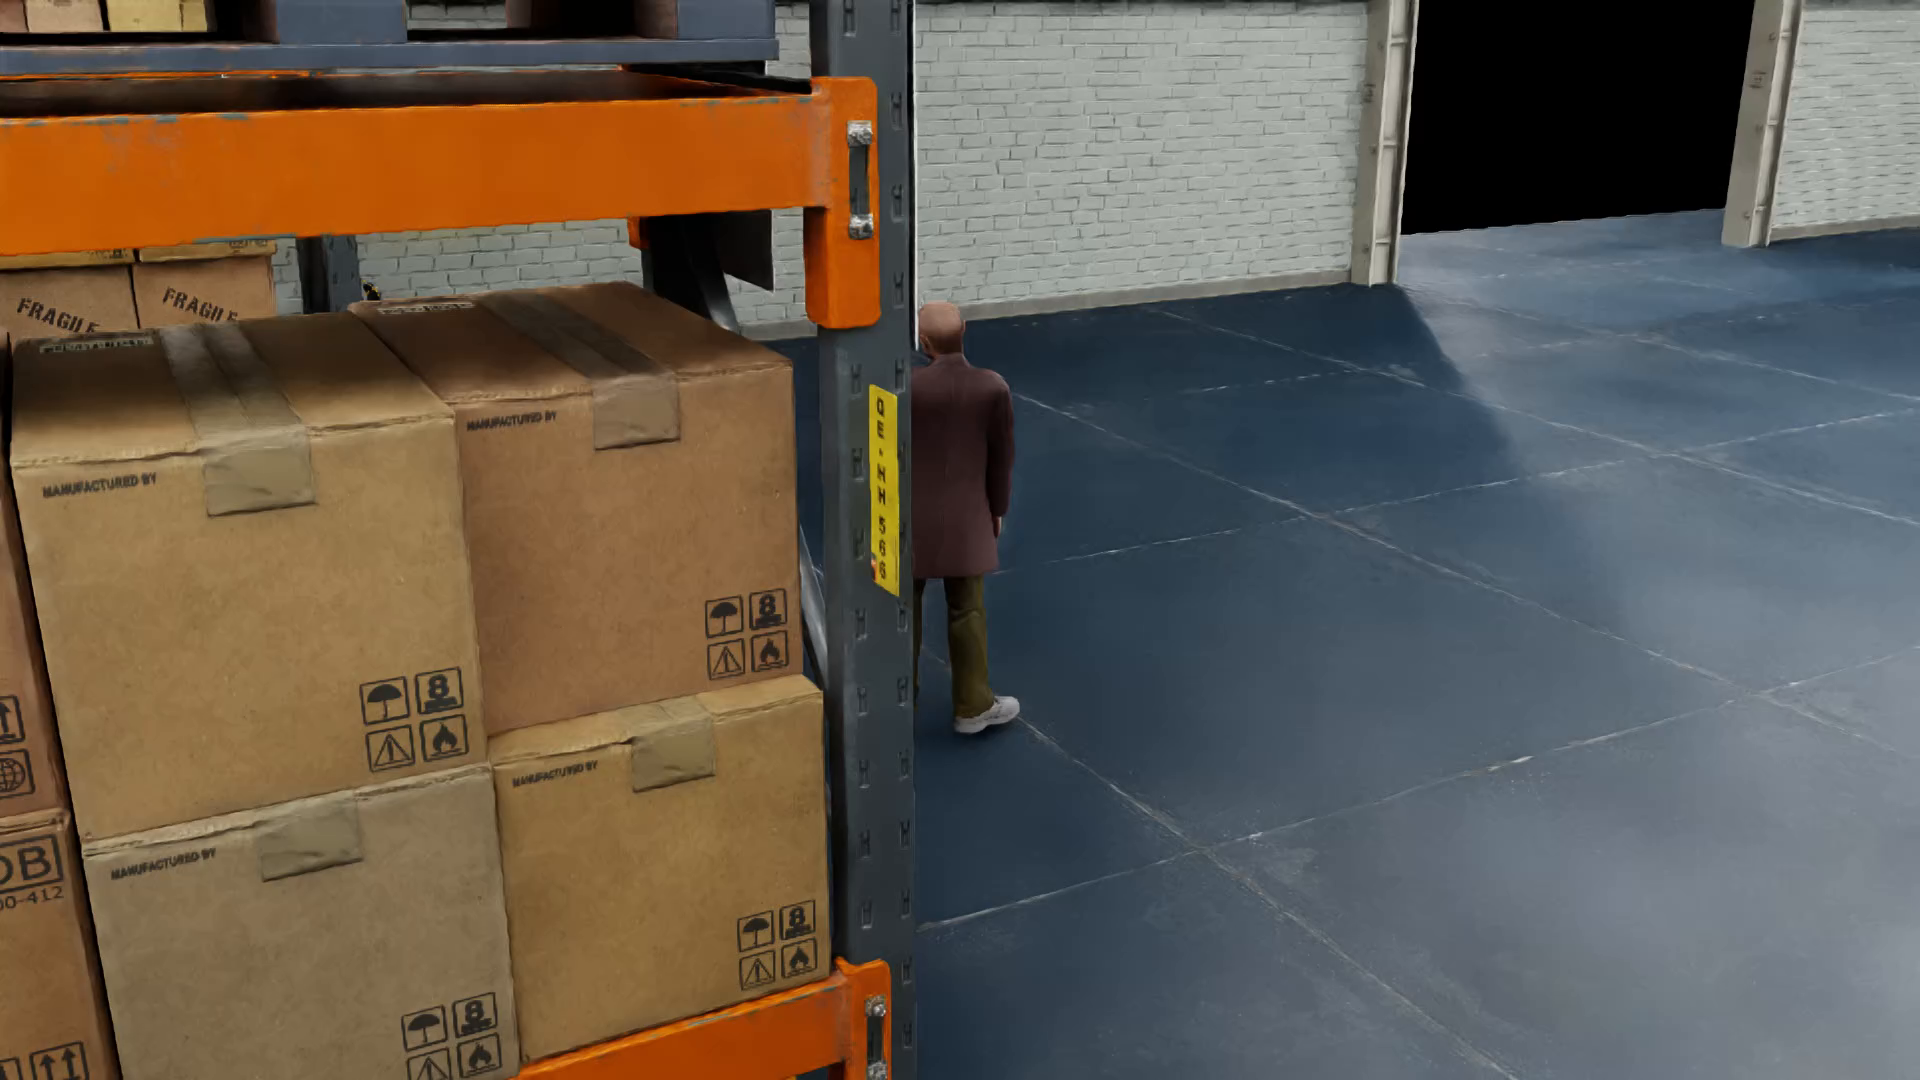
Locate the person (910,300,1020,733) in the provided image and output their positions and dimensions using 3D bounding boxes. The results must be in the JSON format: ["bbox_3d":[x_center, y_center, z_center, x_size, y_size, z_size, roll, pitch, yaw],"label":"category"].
[{"bbox_3d":[-0.108,-0.089,6.758,0.736,1.784,0.432,-4,19,-11],"label":"person"}]
